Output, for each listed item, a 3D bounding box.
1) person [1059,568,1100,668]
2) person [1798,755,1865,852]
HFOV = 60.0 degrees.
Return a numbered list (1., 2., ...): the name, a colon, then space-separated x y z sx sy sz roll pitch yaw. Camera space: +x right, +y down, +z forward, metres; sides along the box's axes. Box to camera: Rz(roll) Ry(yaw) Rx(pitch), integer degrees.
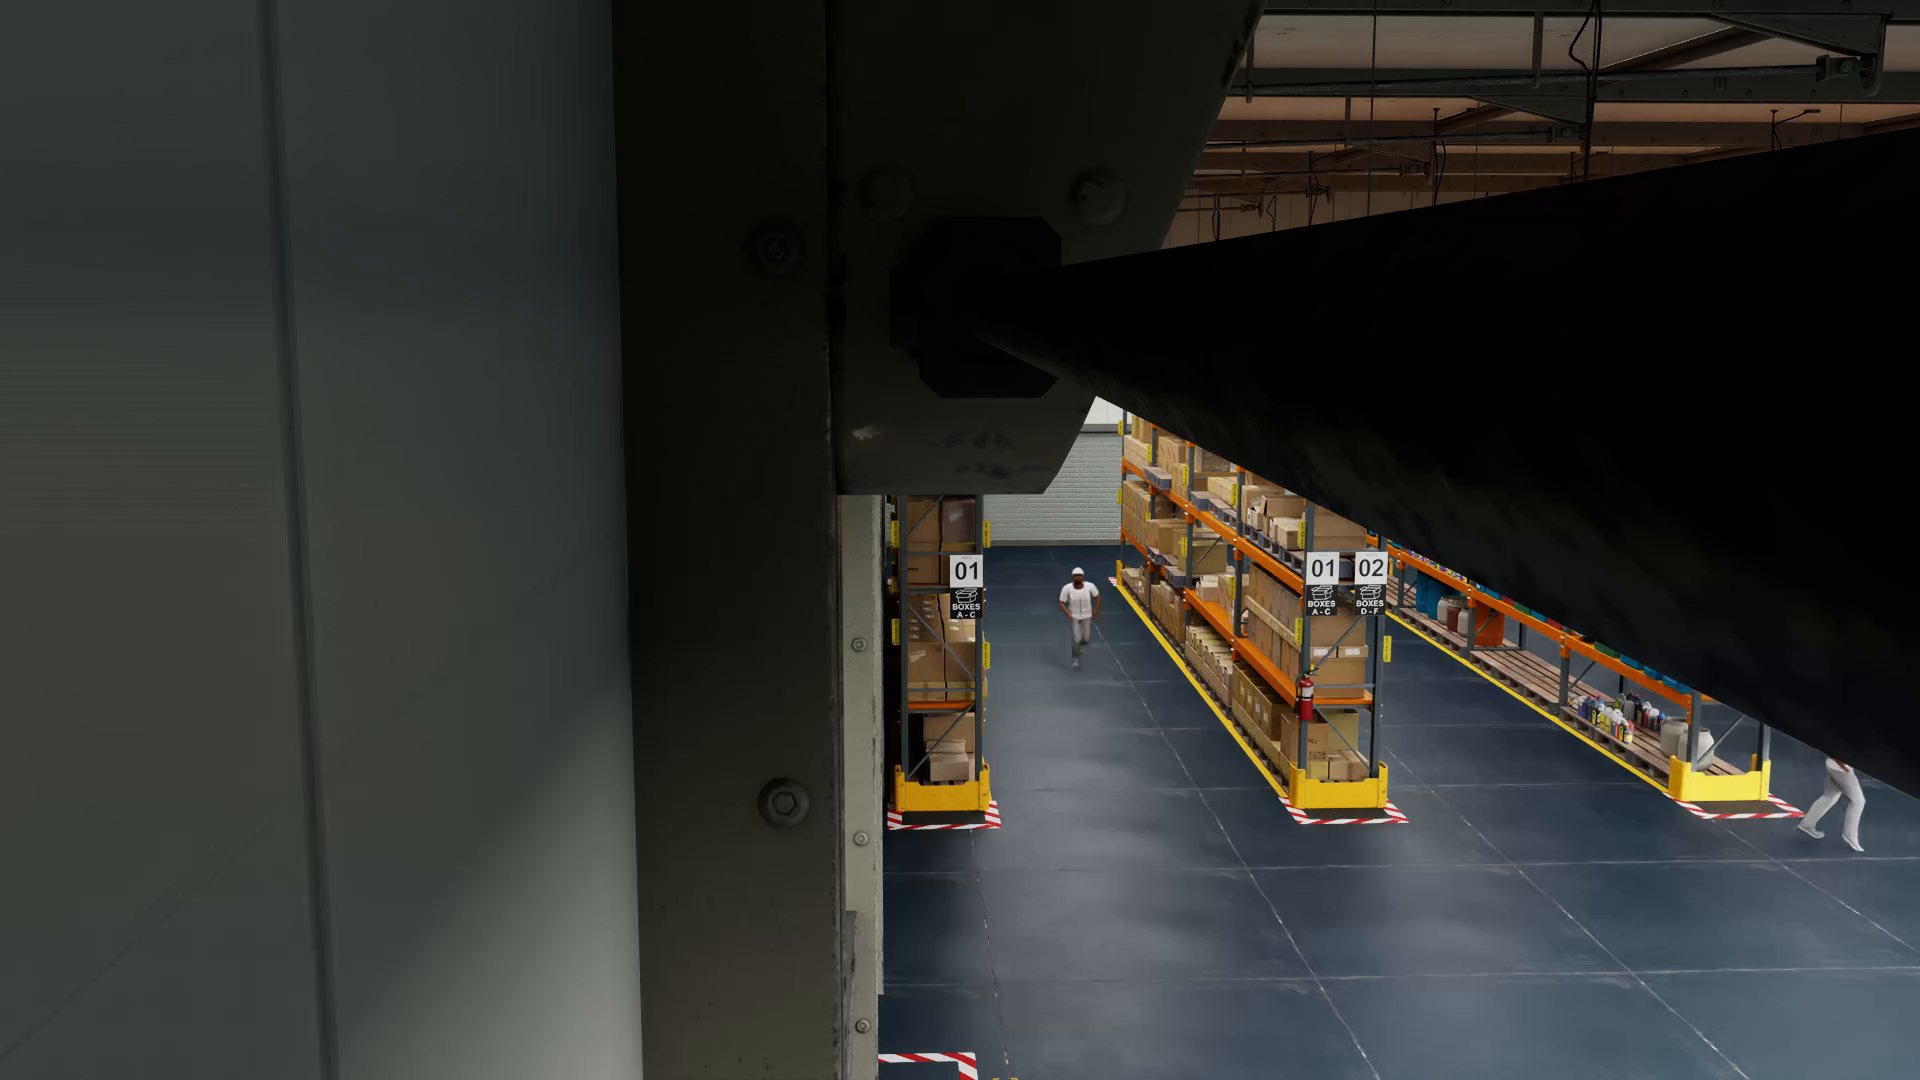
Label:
1. person: 2.041 1.316 28.371 0.722 1.729 0.649 0 8 -2
2. person: 10.128 2.683 19.223 0.698 1.762 0.601 5 10 29
